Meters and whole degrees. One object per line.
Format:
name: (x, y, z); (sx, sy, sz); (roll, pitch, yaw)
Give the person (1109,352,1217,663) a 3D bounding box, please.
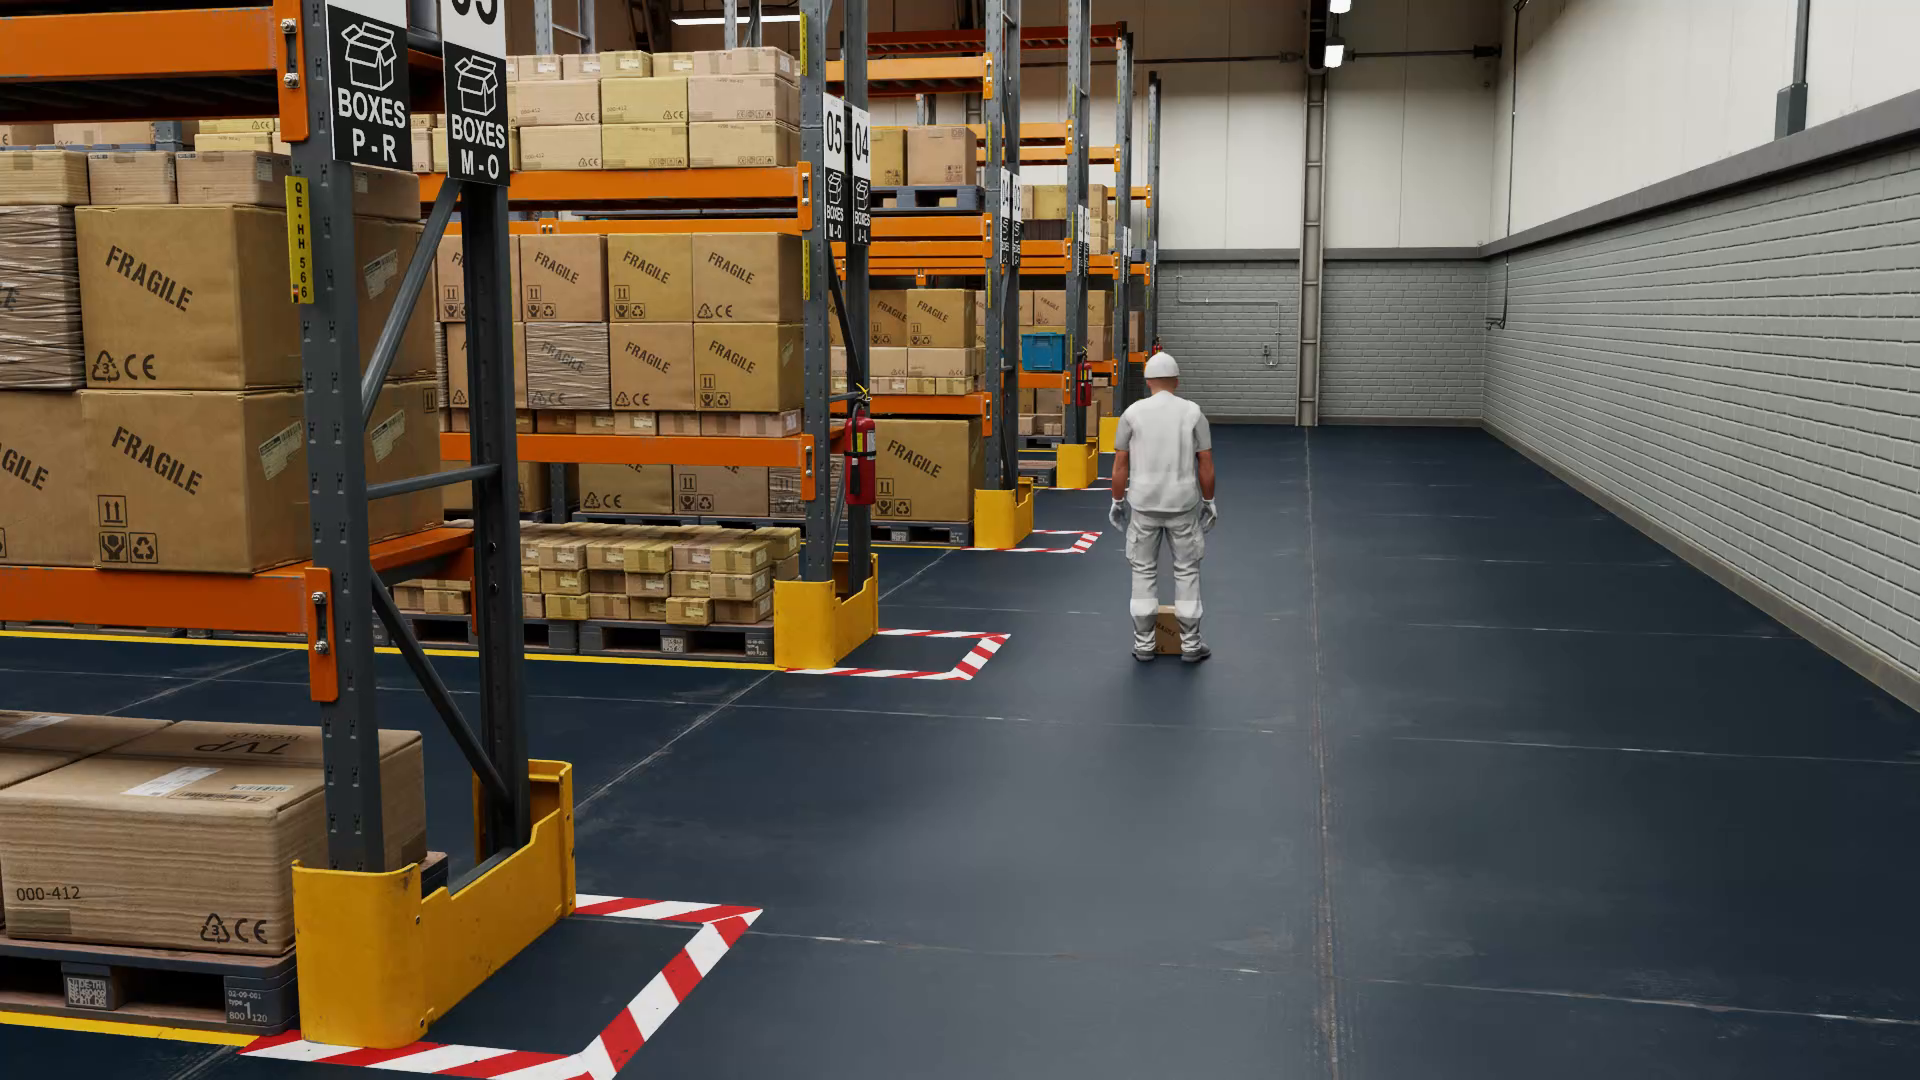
person: (1.177, -0.189, 9.631); (0.623, 1.778, 0.446); (1, 8, 9)
